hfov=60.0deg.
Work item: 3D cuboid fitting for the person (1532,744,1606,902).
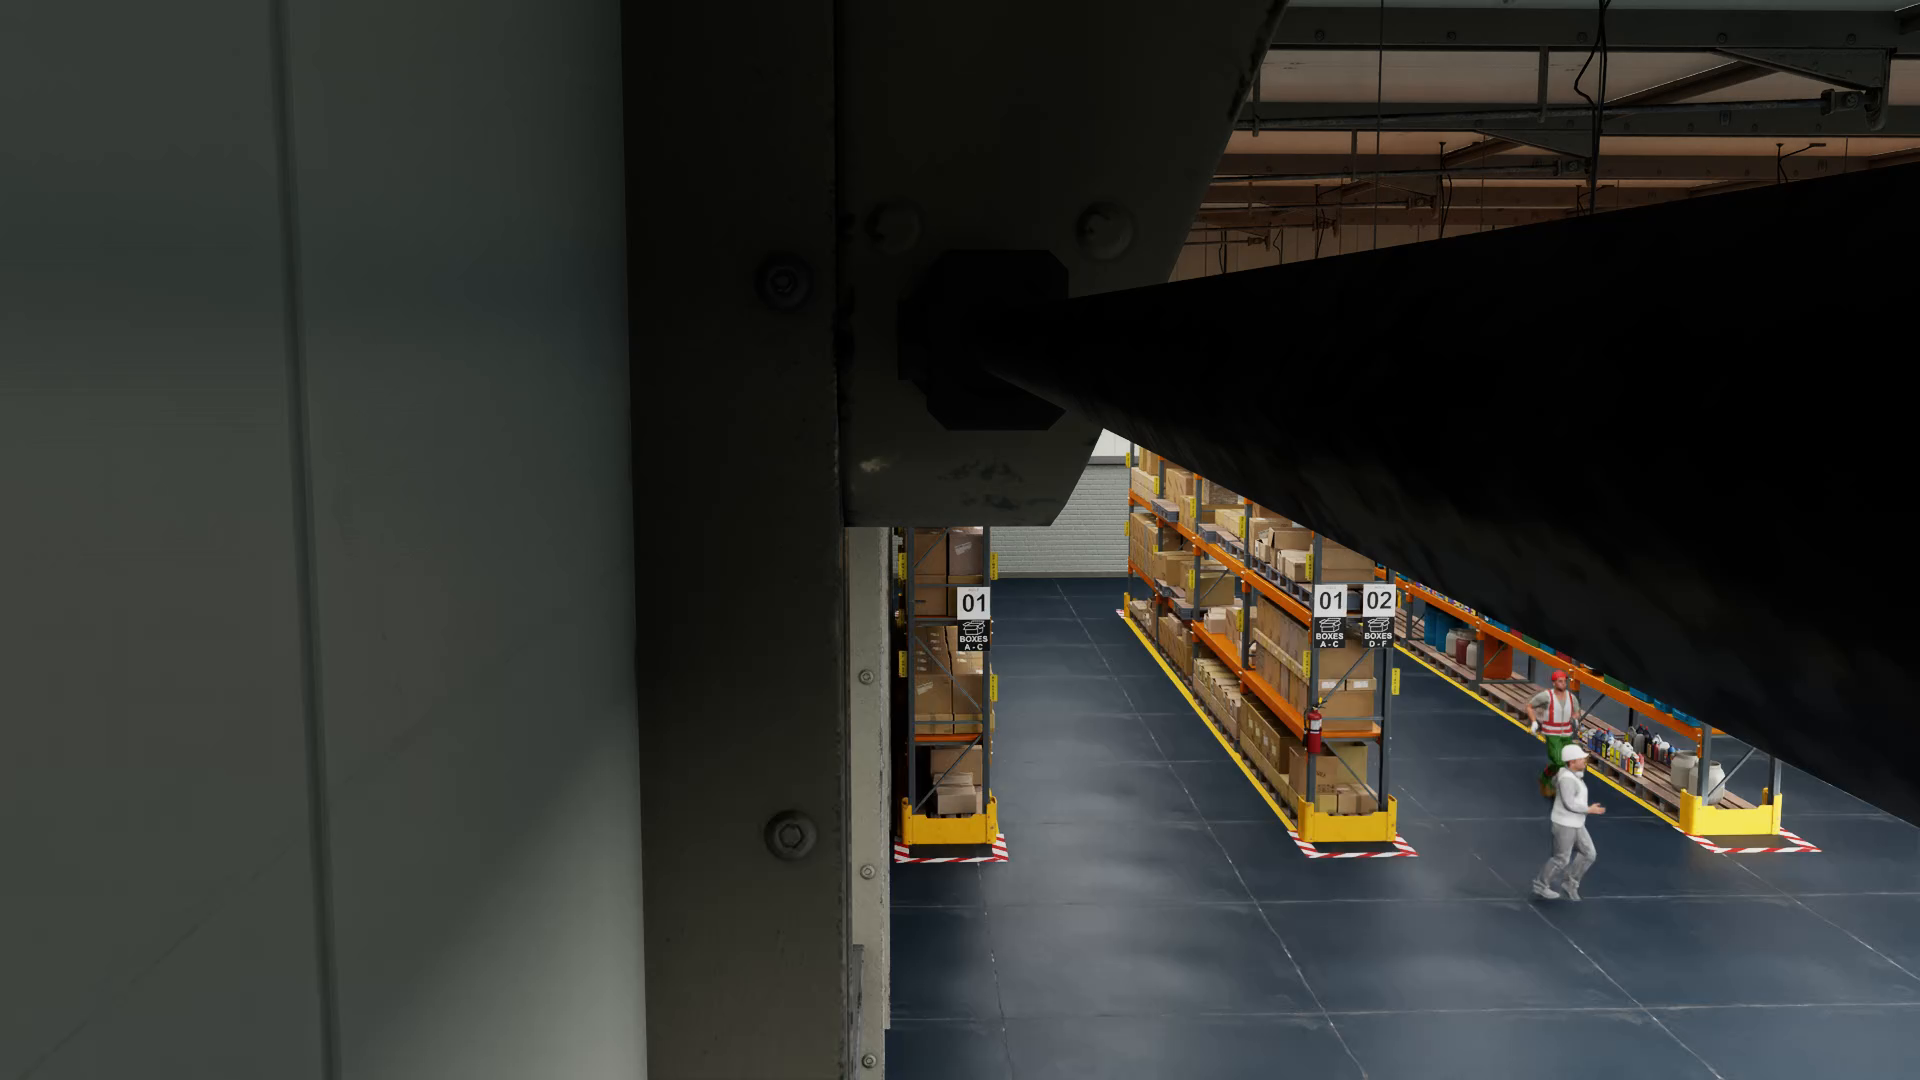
[{"bbox_3d":[6.718,3.140,18.297,0.731,1.832,0.672,4,8,29],"label":"person"}]

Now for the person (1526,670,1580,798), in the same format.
[{"bbox_3d":[7.982,2.610,22.182,0.646,1.742,0.650,-1,7,-11],"label":"person"}]
